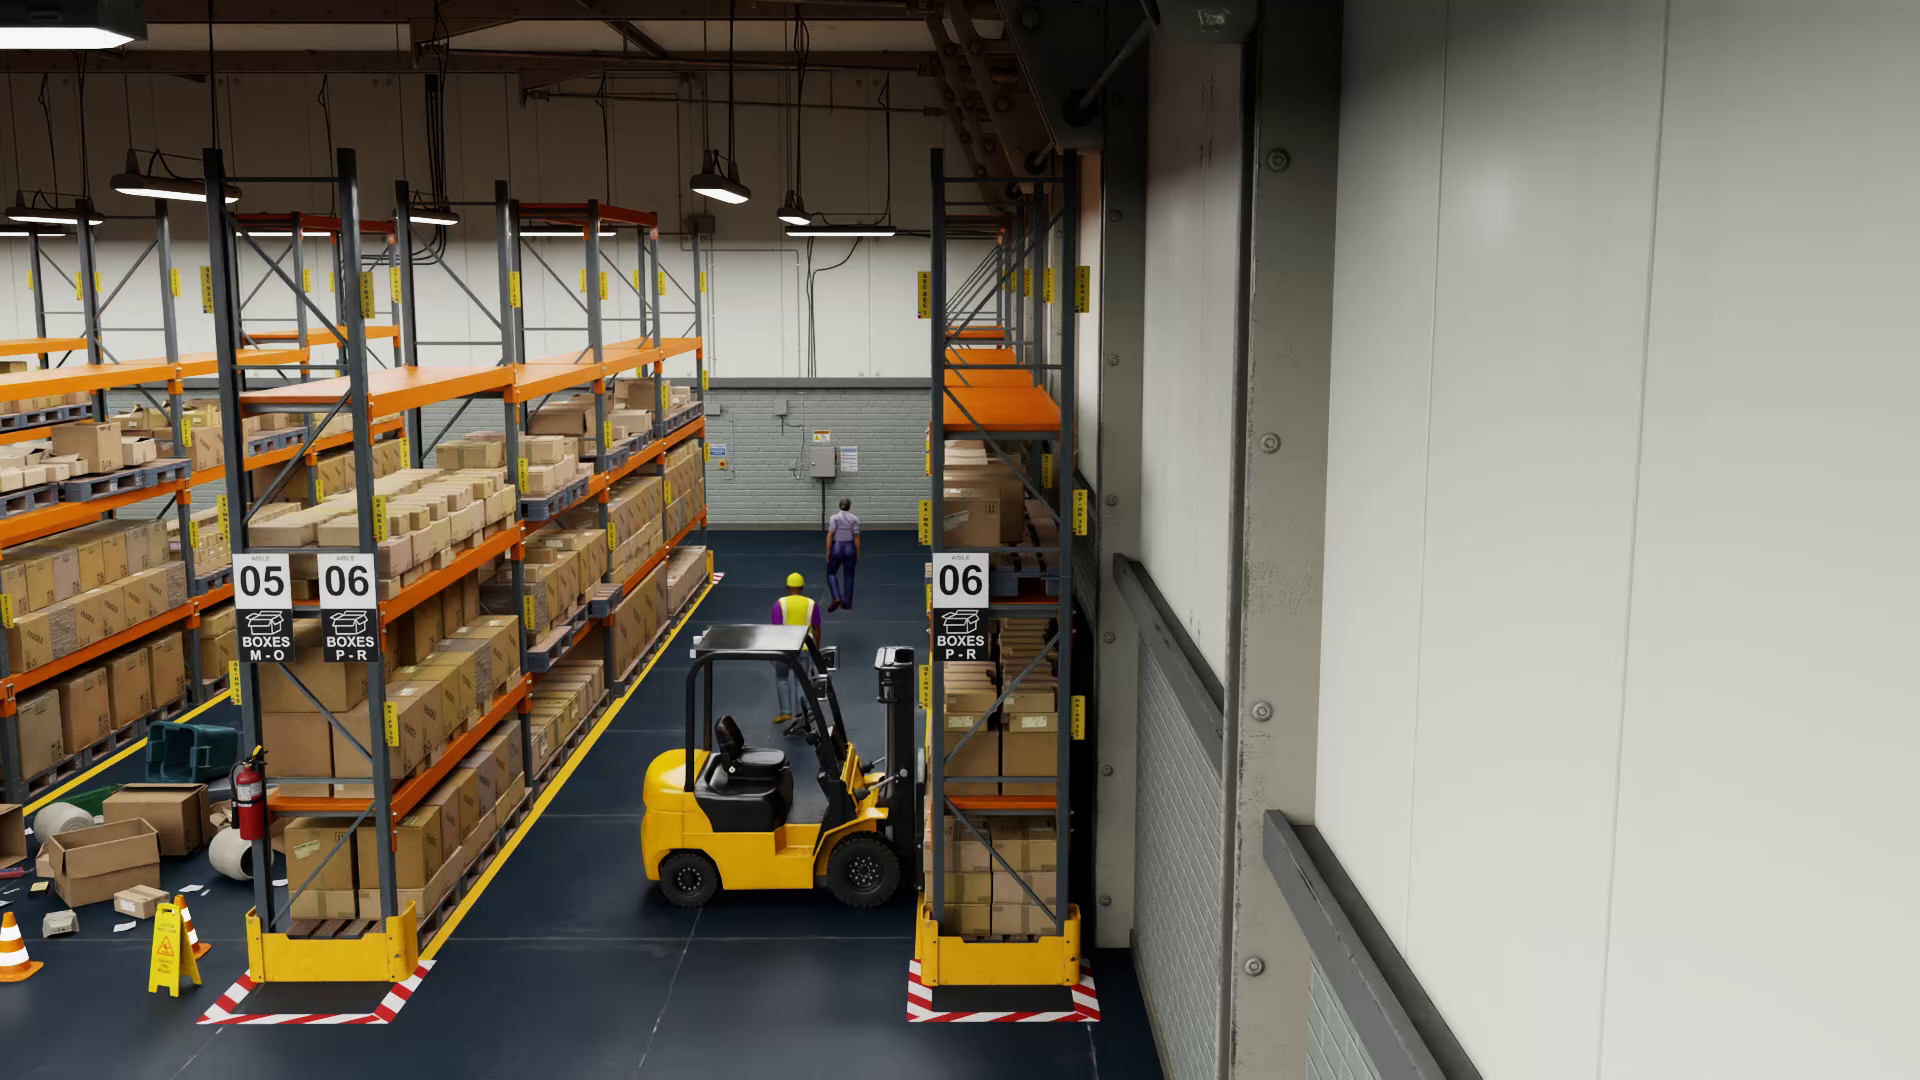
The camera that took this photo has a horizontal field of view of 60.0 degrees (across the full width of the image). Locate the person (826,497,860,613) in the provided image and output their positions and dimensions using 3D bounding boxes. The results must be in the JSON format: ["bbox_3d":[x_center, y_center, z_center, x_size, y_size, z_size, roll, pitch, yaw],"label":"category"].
[{"bbox_3d":[-1.694,0.218,24.154,0.509,1.659,0.417,-2,9,-13],"label":"person"}]

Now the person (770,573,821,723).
[{"bbox_3d":[-1.890,1.276,19.047,0.621,1.782,0.558,-2,9,-15],"label":"person"}]
